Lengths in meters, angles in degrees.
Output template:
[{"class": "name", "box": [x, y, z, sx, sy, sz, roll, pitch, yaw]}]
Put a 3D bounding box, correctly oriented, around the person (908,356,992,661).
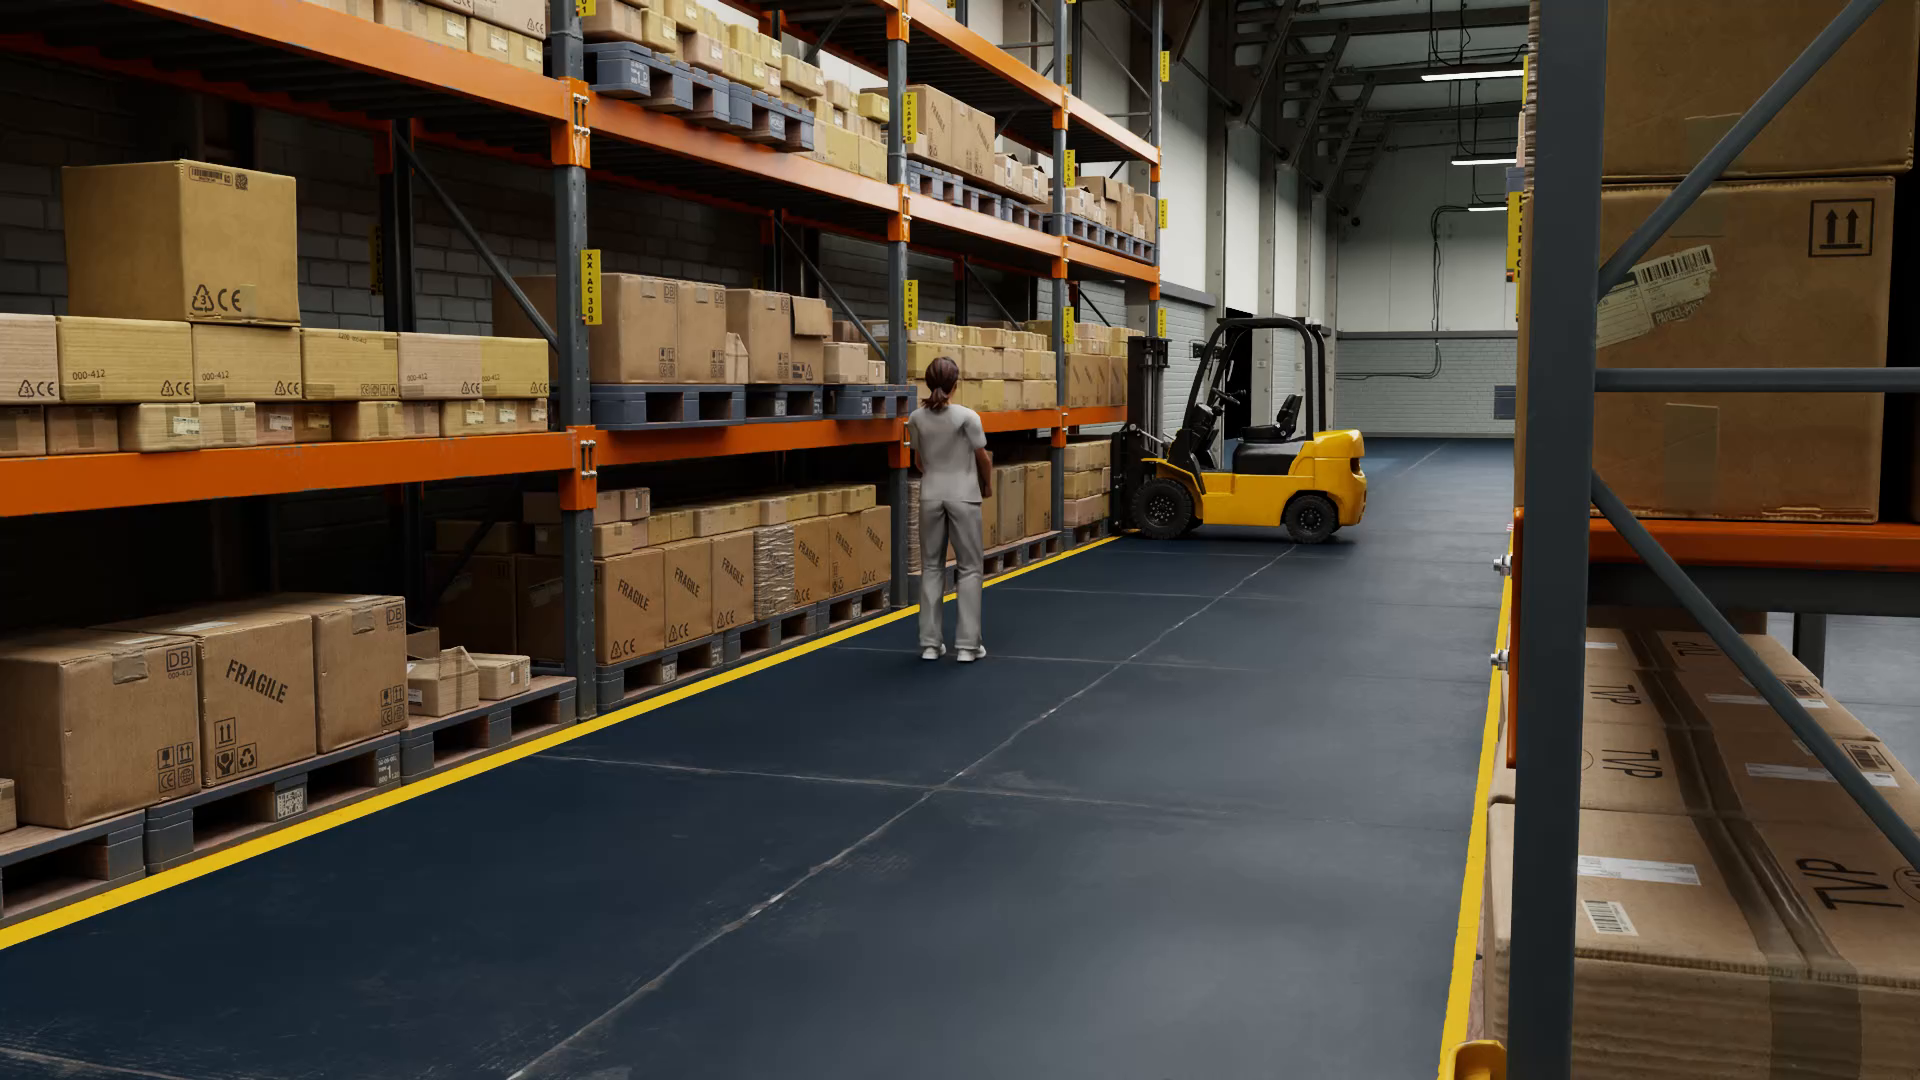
[{"class": "person", "box": [-0.045, -0.177, 9.173, 0.438, 1.662, 0.553, 2, 6, 17]}]
